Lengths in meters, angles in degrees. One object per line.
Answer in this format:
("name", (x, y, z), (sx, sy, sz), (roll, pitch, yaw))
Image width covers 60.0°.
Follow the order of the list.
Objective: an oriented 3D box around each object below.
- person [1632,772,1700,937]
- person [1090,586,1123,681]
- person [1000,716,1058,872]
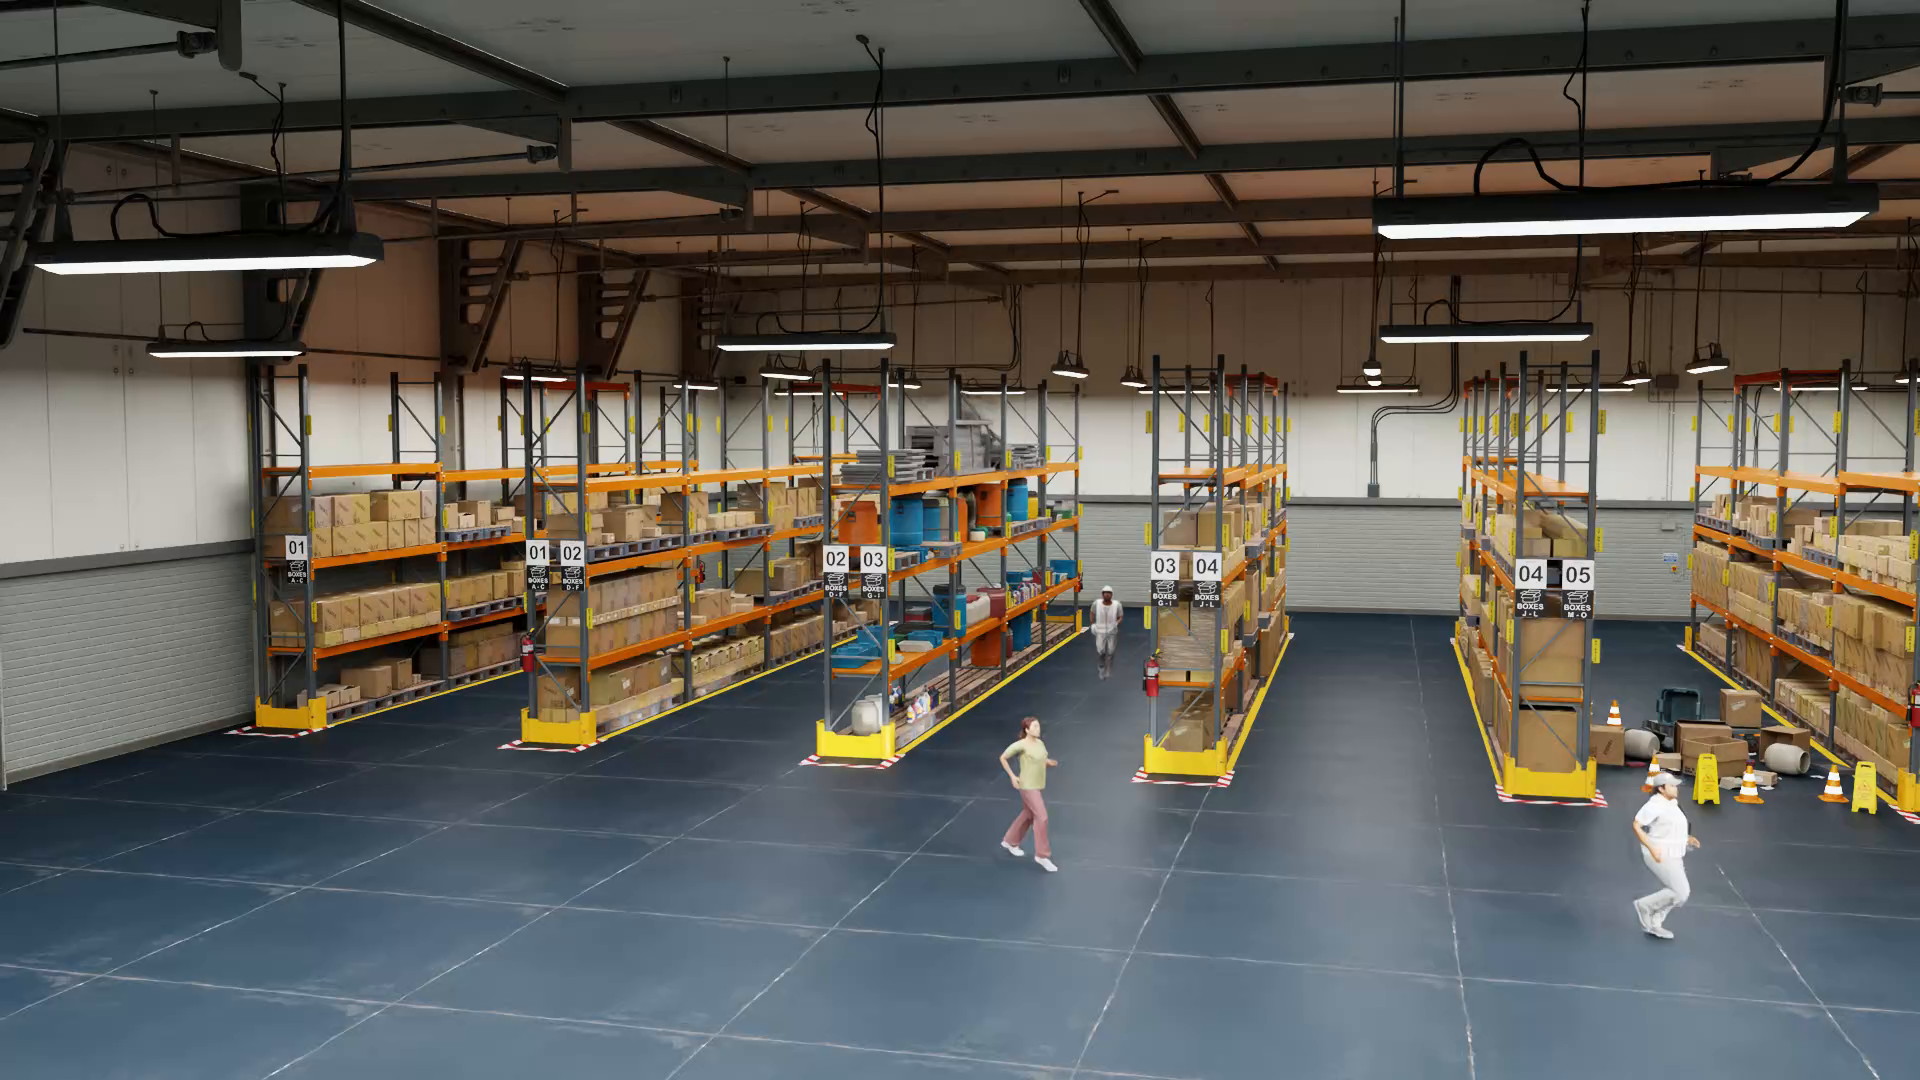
("person", (6.903, 3.075, 16.193), (0.538, 1.625, 0.600), (4, 5, 43))
("person", (2.718, 1.729, 30.814), (0.609, 1.775, 0.736), (0, 4, 3))
("person", (0.797, 2.851, 18.899), (0.830, 1.715, 0.552), (3, 5, 35))
